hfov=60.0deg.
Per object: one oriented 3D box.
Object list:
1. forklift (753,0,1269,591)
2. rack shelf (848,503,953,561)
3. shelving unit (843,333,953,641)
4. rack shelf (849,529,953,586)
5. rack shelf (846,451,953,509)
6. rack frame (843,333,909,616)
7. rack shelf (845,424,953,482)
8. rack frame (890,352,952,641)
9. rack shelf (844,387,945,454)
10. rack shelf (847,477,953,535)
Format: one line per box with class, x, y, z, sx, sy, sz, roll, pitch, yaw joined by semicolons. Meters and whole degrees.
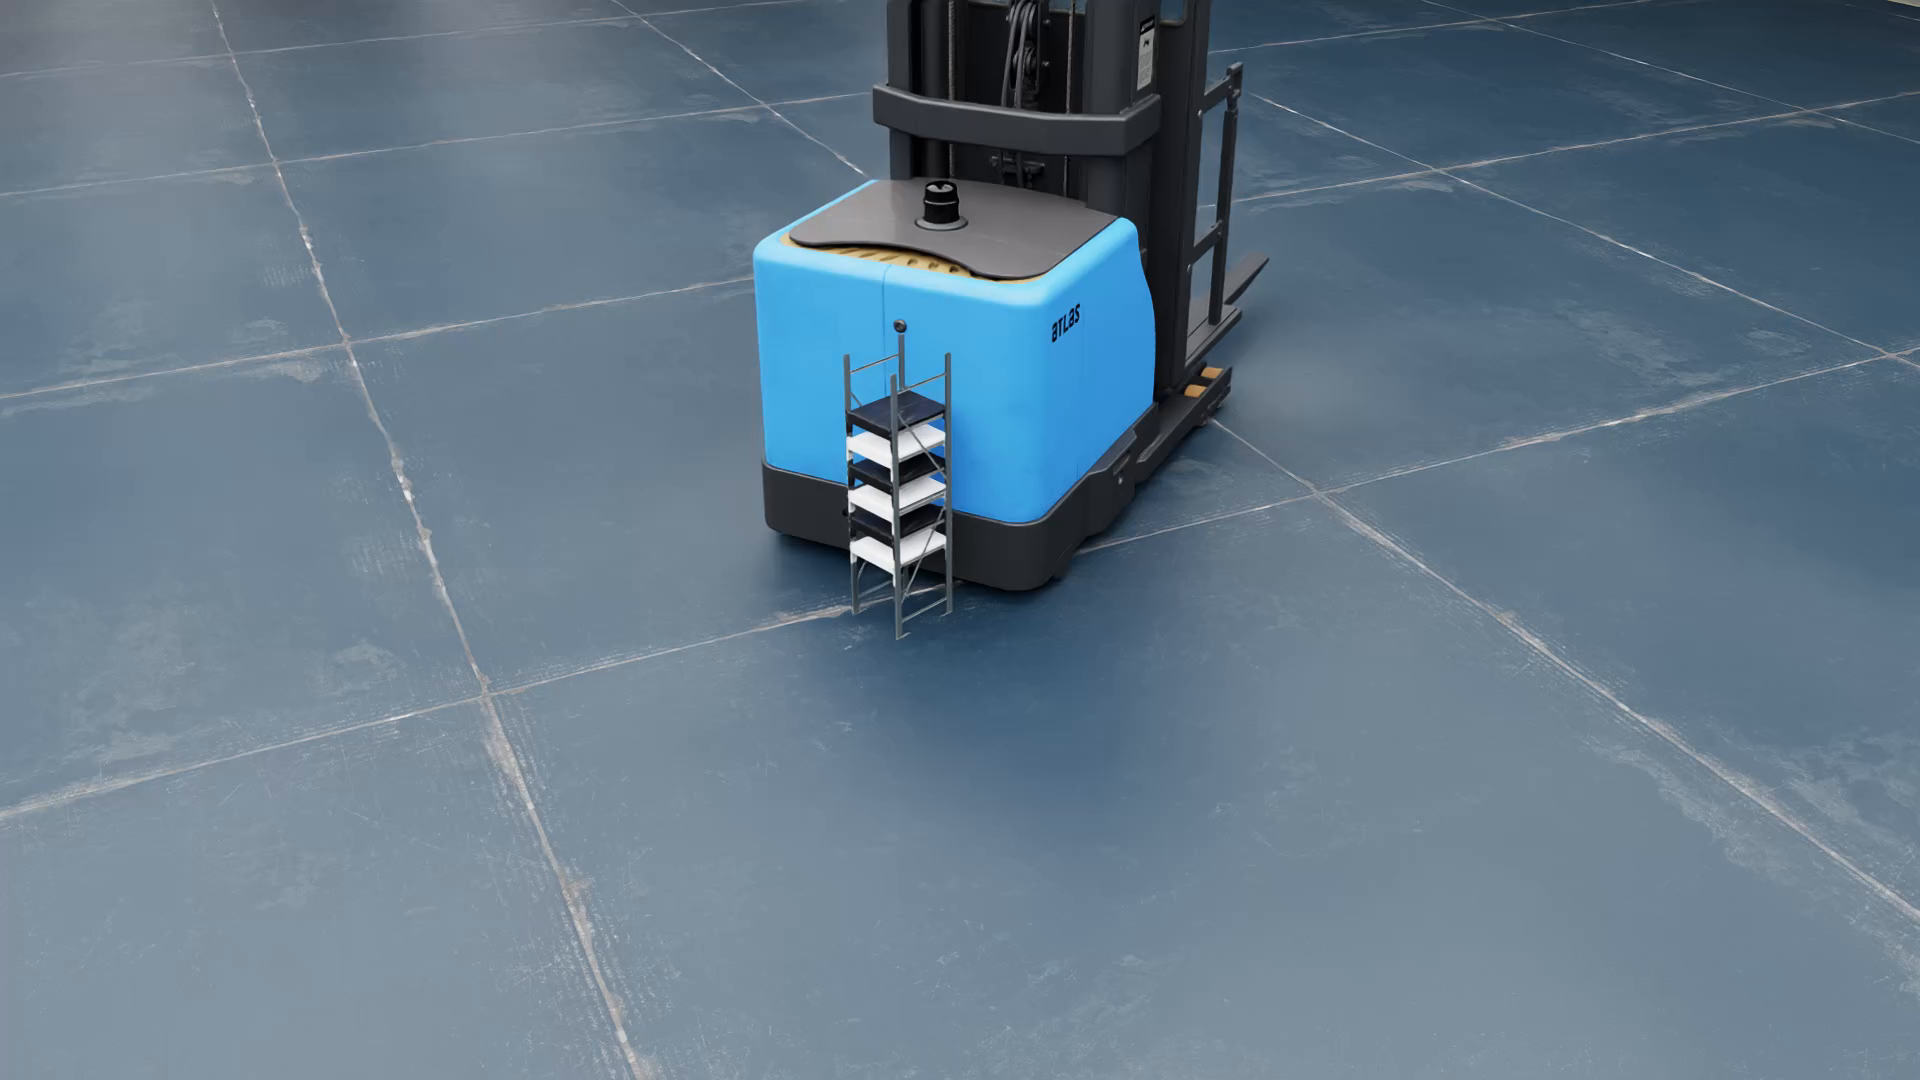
forklift;0.441;-1.811;5.983;1.130;2.935;3.031;14;32;23
rack shelf;-0.184;-0.047;5.166;0.258;0.077;0.200;-26;38;-38
shelving unit;-0.184;-0.155;5.106;0.258;0.900;0.210;-26;38;-38
rack shelf;-0.184;0.031;5.210;0.258;0.077;0.200;-26;38;-38
rack shelf;-0.184;-0.204;5.078;0.258;0.077;0.200;-26;38;-38
rack frame;-0.256;-0.190;5.169;0.240;0.900;0.006;-26;38;-38
rack shelf;-0.184;-0.283;5.034;0.258;0.077;0.200;-26;38;-38
rack frame;-0.113;-0.119;5.043;0.240;0.900;0.006;-26;38;-38
rack shelf;-0.184;-0.361;4.990;0.258;0.077;0.200;-26;38;-38
rack shelf;-0.184;-0.126;5.122;0.258;0.077;0.200;-26;38;-38
